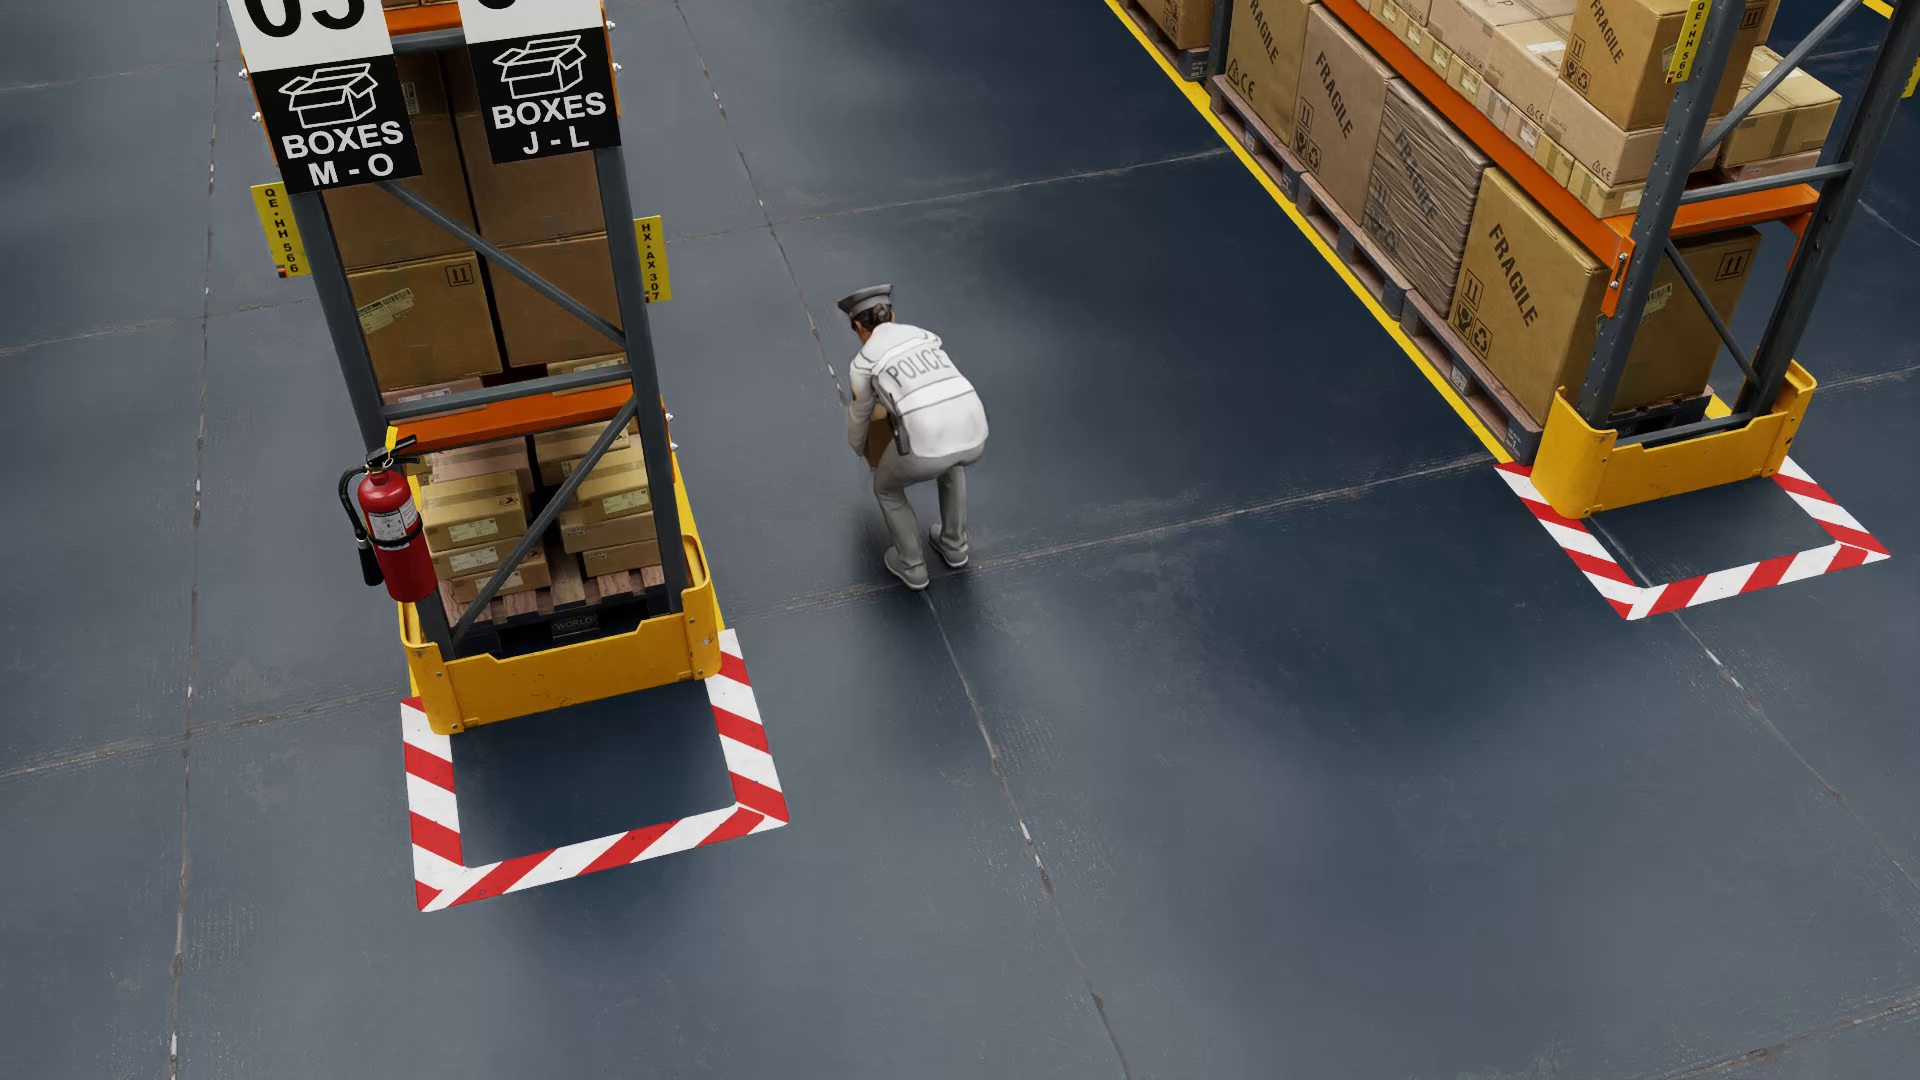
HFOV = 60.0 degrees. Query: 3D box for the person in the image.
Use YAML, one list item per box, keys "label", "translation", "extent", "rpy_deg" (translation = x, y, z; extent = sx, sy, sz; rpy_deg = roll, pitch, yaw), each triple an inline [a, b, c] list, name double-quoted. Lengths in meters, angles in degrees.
- label: "person"
  translation: [-0.220, -0.437, 7.005]
  extent: [0.430, 1.172, 0.911]
  rpy_deg: [-20, 46, -21]
